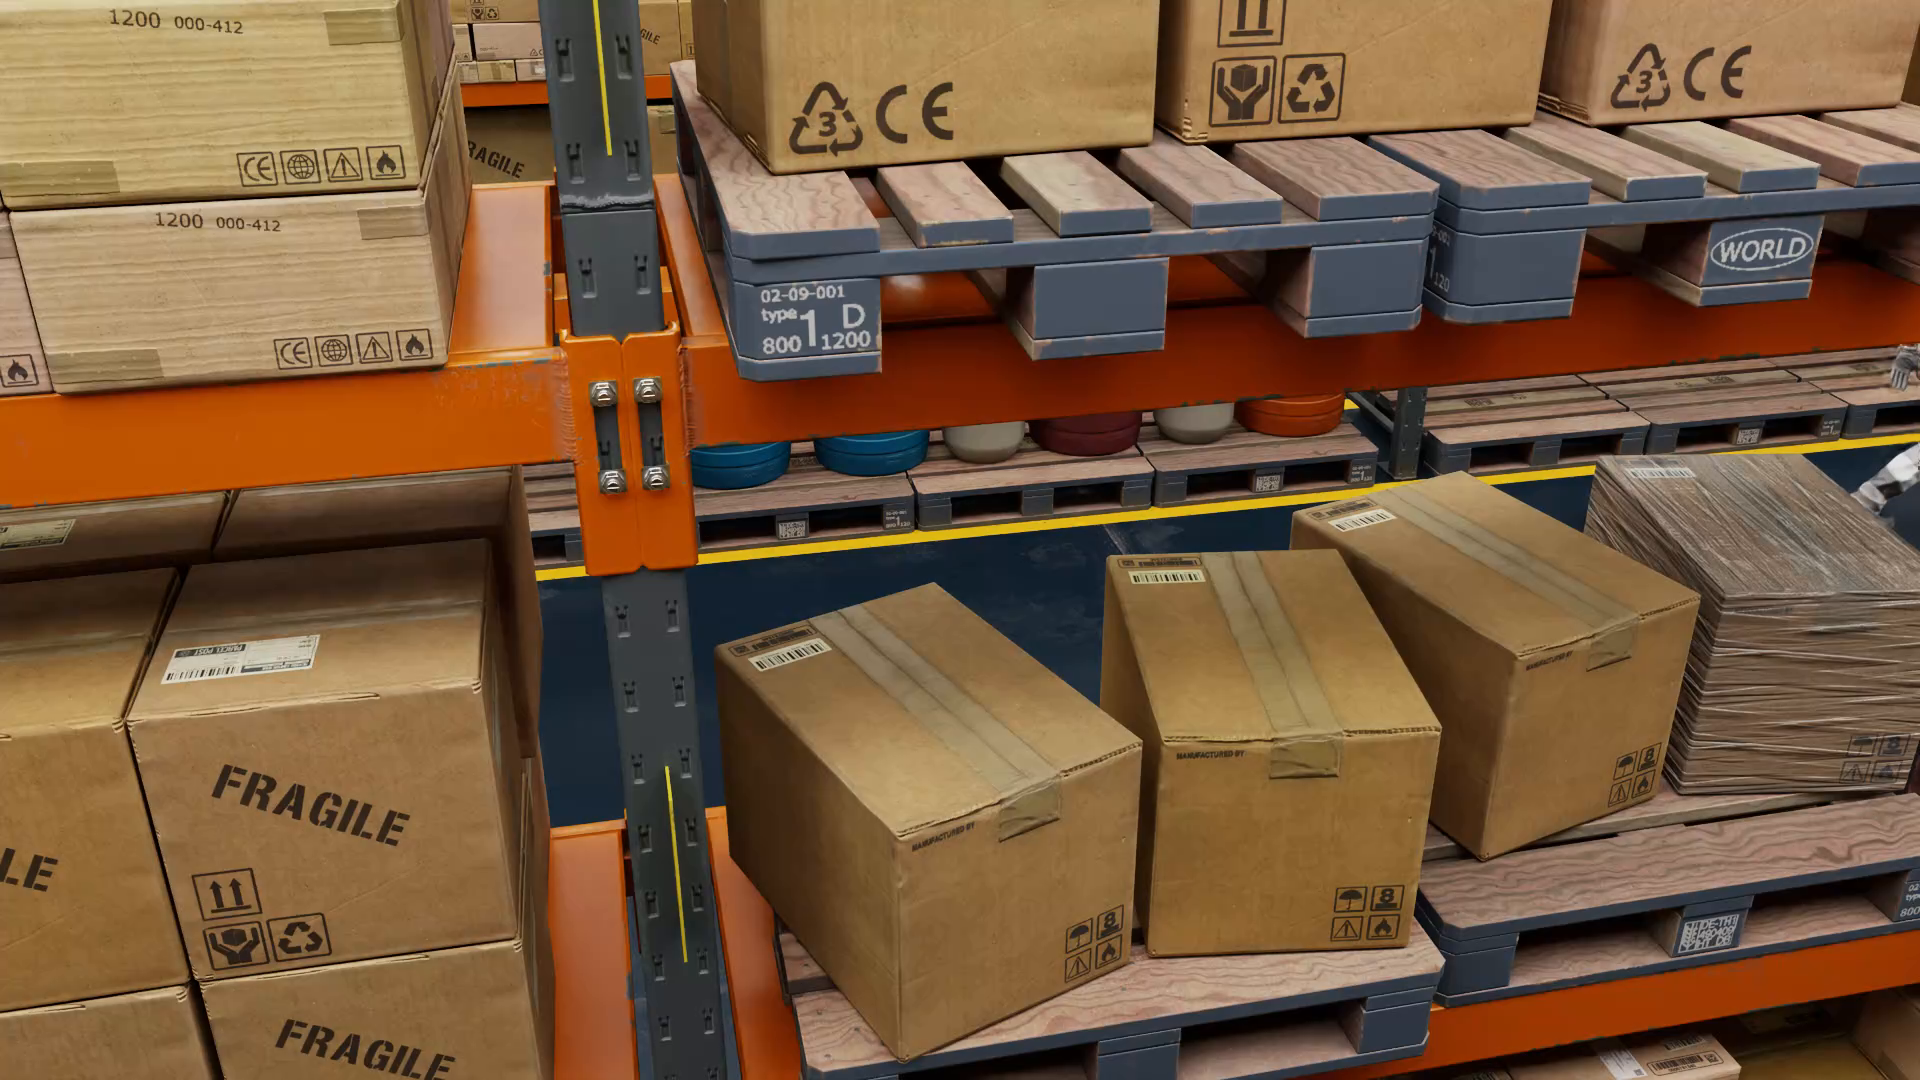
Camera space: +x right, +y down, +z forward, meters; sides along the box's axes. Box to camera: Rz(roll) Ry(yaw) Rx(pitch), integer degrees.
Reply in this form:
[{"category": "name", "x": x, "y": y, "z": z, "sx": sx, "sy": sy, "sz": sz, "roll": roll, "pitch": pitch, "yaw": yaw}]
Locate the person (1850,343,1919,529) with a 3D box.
[{"category": "person", "x": 4.674, "y": -0.834, "z": 7.754, "sx": 0.990, "sy": 1.742, "sz": 0.528, "roll": -4, "pitch": 27, "yaw": -9}]
